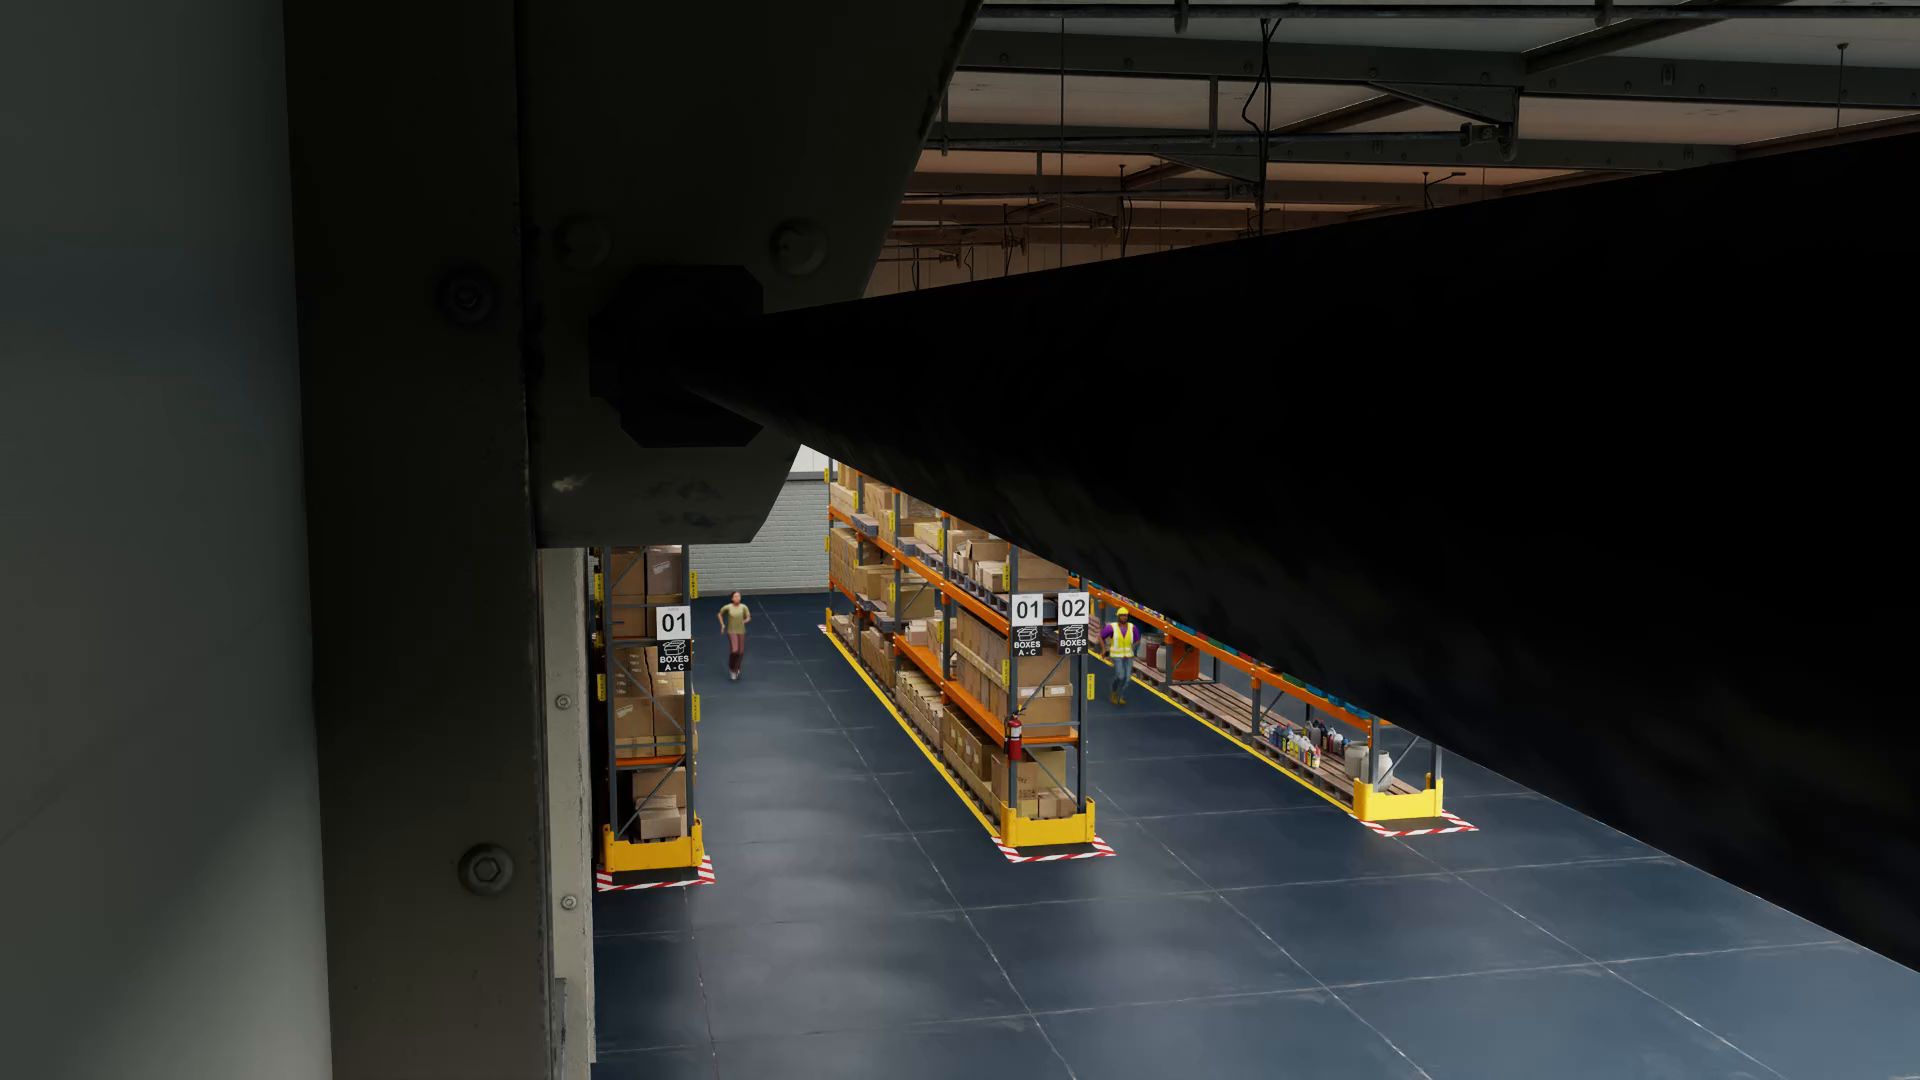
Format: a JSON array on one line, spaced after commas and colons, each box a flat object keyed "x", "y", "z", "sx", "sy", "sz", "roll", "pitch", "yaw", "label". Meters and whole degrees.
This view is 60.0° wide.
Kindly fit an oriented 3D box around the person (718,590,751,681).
[{"x": -4.217, "y": 1.787, "z": 31.333, "sx": 0.558, "sy": 1.688, "sz": 0.688, "roll": -3, "pitch": 7, "yaw": -23, "label": "person"}]

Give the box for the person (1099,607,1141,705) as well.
[{"x": 2.818, "y": 2.030, "z": 28.864, "sx": 0.679, "sy": 1.721, "sz": 0.653, "roll": -2, "pitch": 7, "yaw": -16, "label": "person"}]
